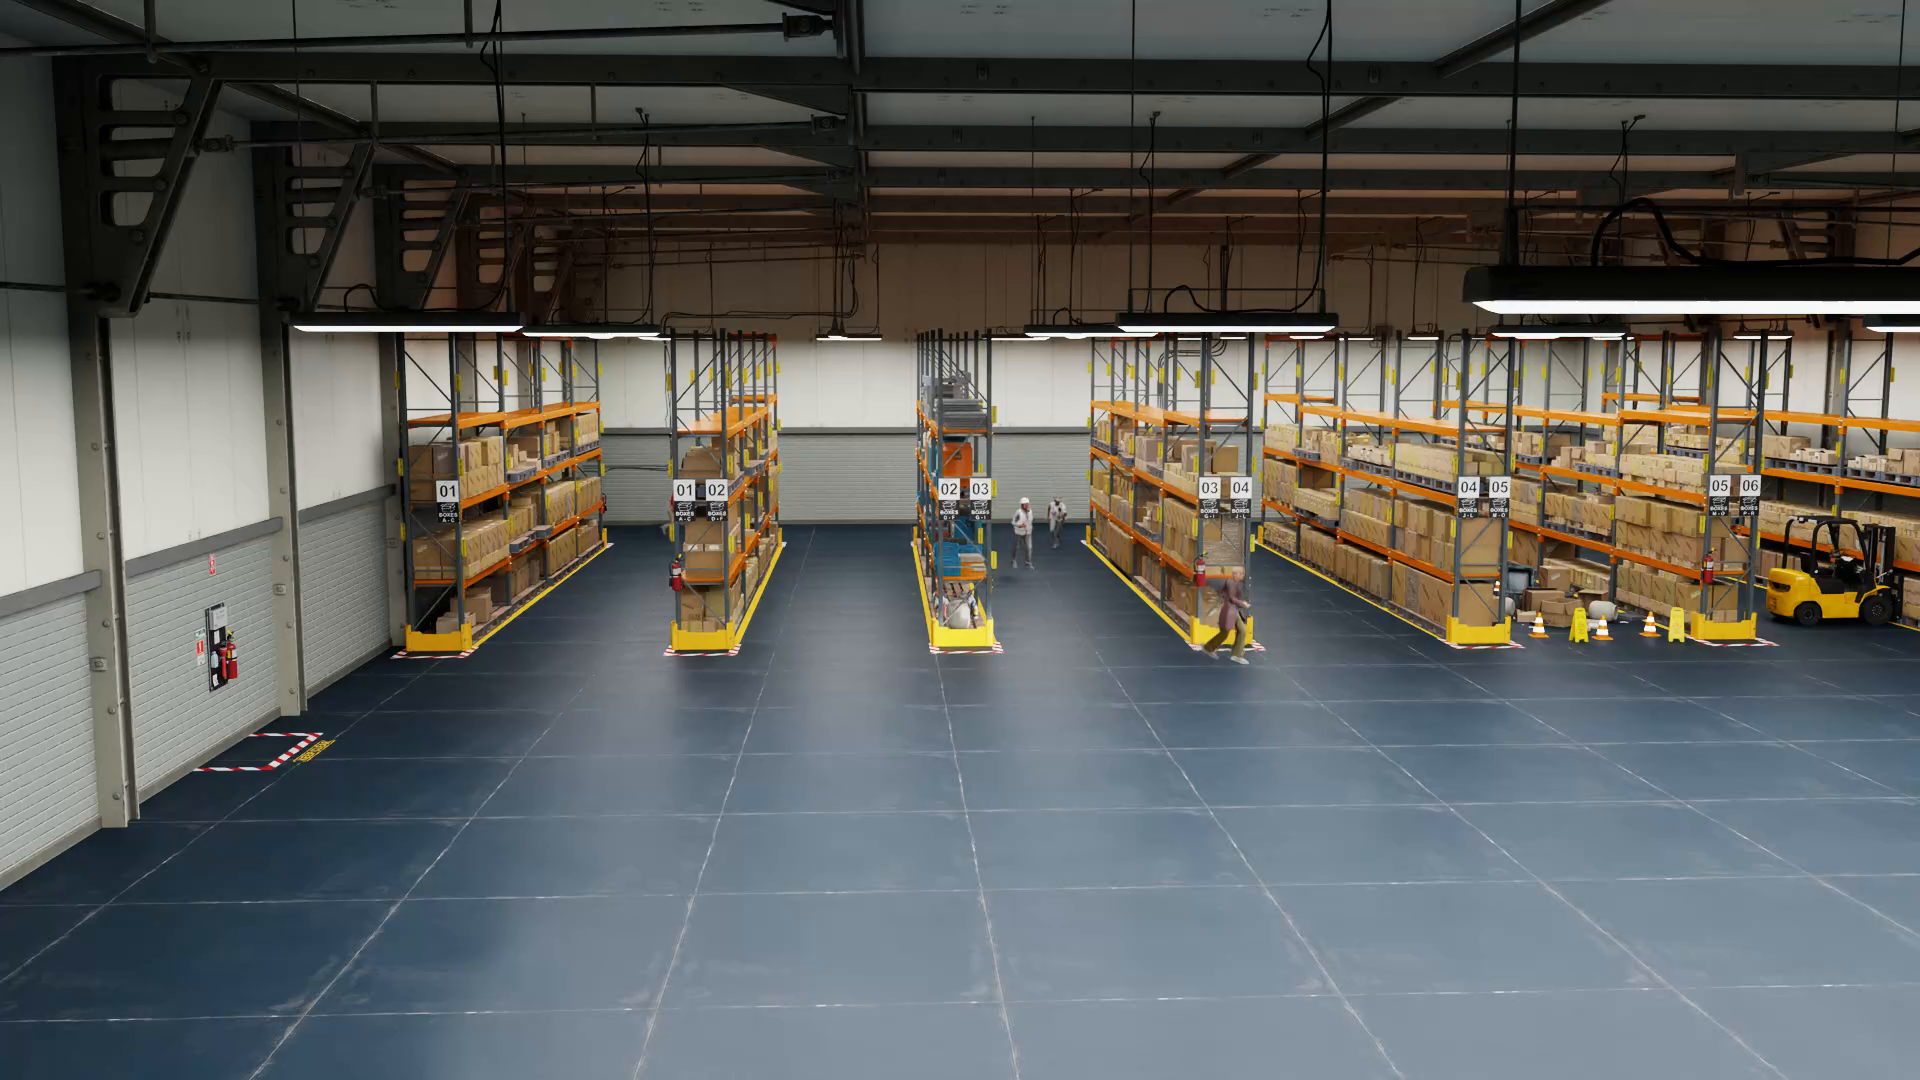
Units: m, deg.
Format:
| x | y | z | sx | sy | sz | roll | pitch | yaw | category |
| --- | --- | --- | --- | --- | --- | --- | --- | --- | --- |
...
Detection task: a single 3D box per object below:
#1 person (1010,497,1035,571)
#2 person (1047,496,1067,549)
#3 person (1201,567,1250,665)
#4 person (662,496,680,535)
| x | y | z | sx | sy | sz | roll | pitch | yaw | category |
| --- | --- | --- | --- | --- | --- | --- | --- | --- | --- |
| 1.506 | -0.148 | 40.265 | 0.640 | 1.791 | 0.958 | -3 | 7 | -24 | person |
| 2.737 | -0.535 | 46.774 | 0.599 | 1.484 | 1.061 | 1 | 7 | 9 | person |
| 4.752 | 1.344 | 29.795 | 0.910 | 1.767 | 0.666 | 3 | 7 | 24 | person |
| -8.373 | -0.795 | 48.858 | 0.894 | 1.550 | 0.675 | 3 | 8 | 27 | person |
